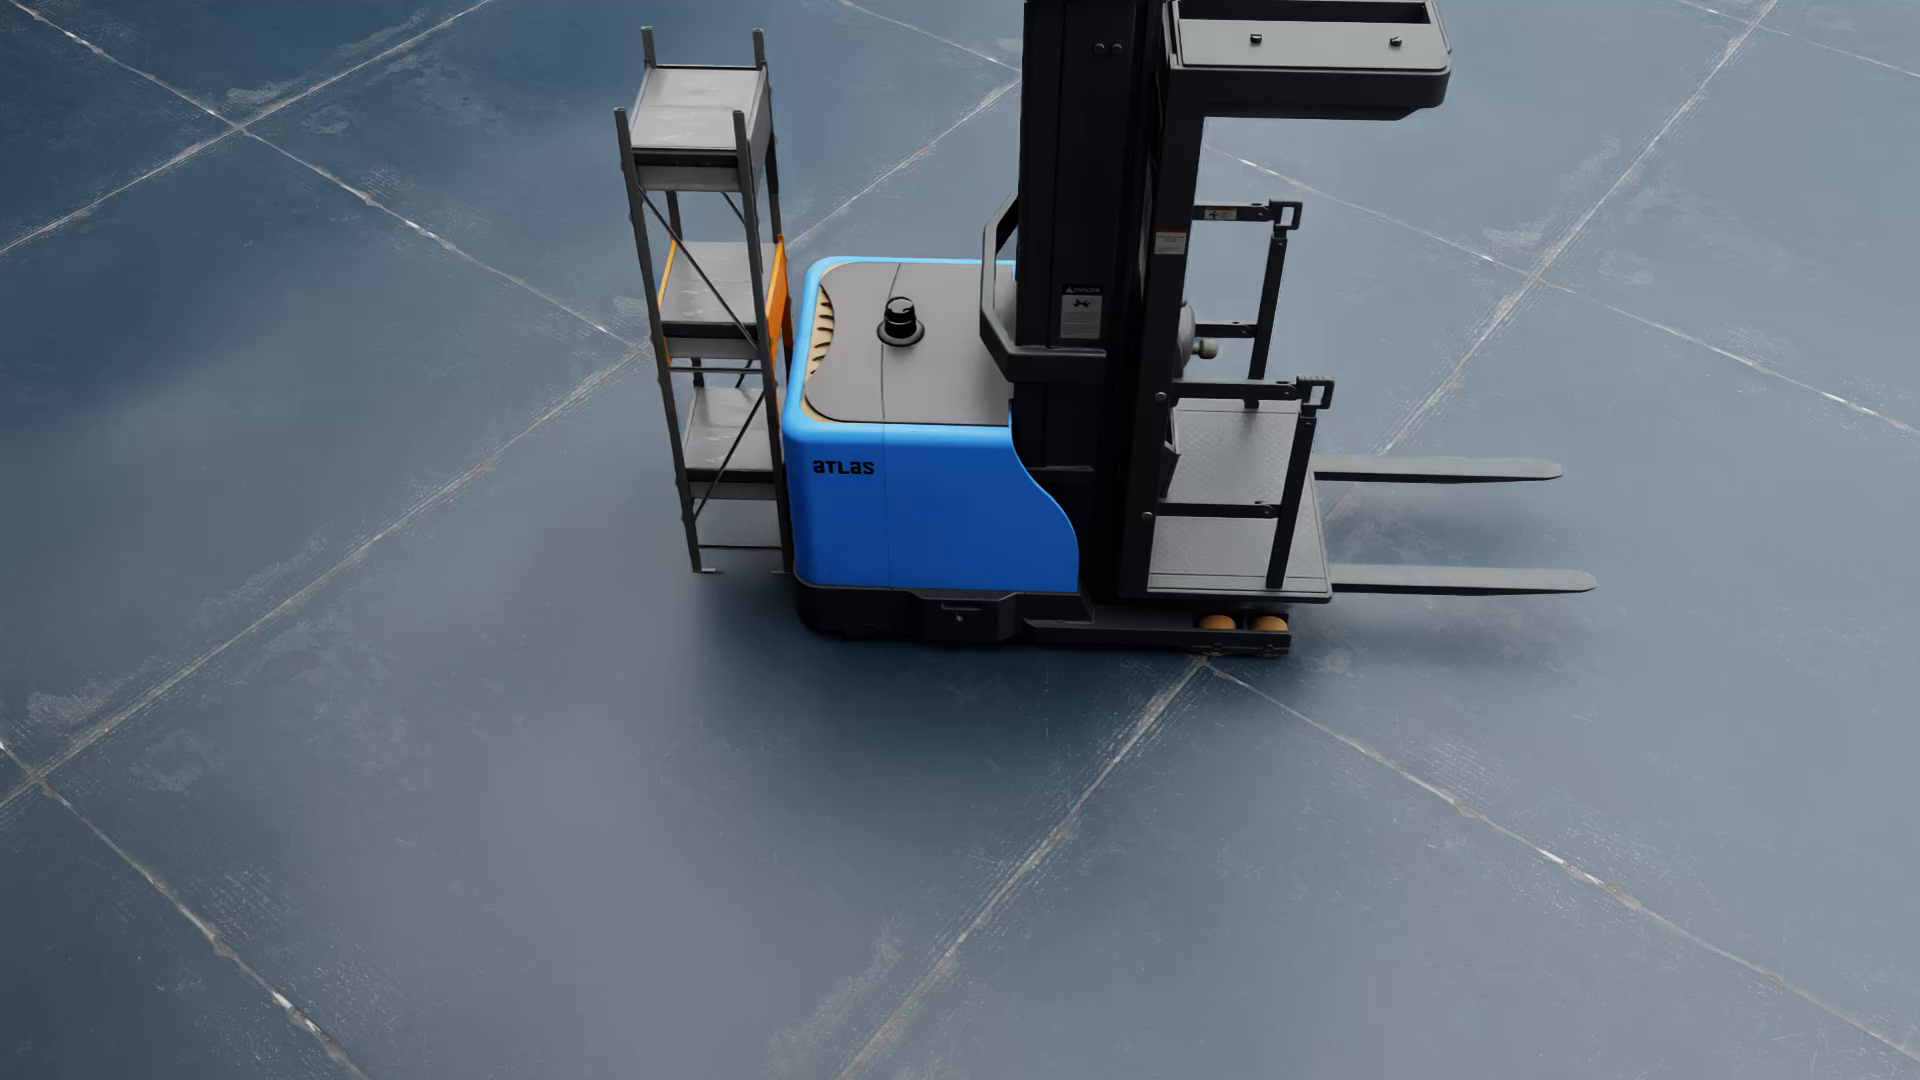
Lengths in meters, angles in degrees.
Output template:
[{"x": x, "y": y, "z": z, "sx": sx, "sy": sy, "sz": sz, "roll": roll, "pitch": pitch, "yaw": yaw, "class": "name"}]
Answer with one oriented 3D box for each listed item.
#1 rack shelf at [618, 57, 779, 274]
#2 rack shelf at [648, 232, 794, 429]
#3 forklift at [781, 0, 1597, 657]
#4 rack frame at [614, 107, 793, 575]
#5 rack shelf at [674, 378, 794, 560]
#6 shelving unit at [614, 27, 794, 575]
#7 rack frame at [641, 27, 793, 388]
[{"x": -0.854, "y": -1.246, "z": 5.539, "sx": 0.431, "sy": 0.518, "sz": 0.480, "roll": 2, "pitch": 46, "yaw": 1, "class": "rack shelf"}, {"x": -0.854, "y": -0.762, "z": 6.045, "sx": 0.431, "sy": 0.518, "sz": 0.480, "roll": 2, "pitch": 46, "yaw": 1, "class": "rack shelf"}, {"x": 0.903, "y": -0.961, "z": 5.641, "sx": 3.031, "sy": 2.935, "sz": 1.130, "roll": 2, "pitch": 46, "yaw": 1, "class": "forklift"}, {"x": -0.863, "y": -0.595, "z": 5.867, "sx": 0.400, "sy": 2.100, "sz": 0.015, "roll": 2, "pitch": 46, "yaw": 1, "class": "rack frame"}, {"x": -0.854, "y": -0.279, "z": 6.551, "sx": 0.431, "sy": 0.518, "sz": 0.480, "roll": 2, "pitch": 46, "yaw": 1, "class": "rack shelf"}, {"x": -0.854, "y": -0.772, "z": 6.035, "sx": 0.431, "sy": 2.100, "sz": 0.503, "roll": 2, "pitch": 46, "yaw": 1, "class": "shelving unit"}, {"x": -0.845, "y": -0.948, "z": 6.204, "sx": 0.400, "sy": 2.100, "sz": 0.015, "roll": 2, "pitch": 46, "yaw": 1, "class": "rack frame"}]
